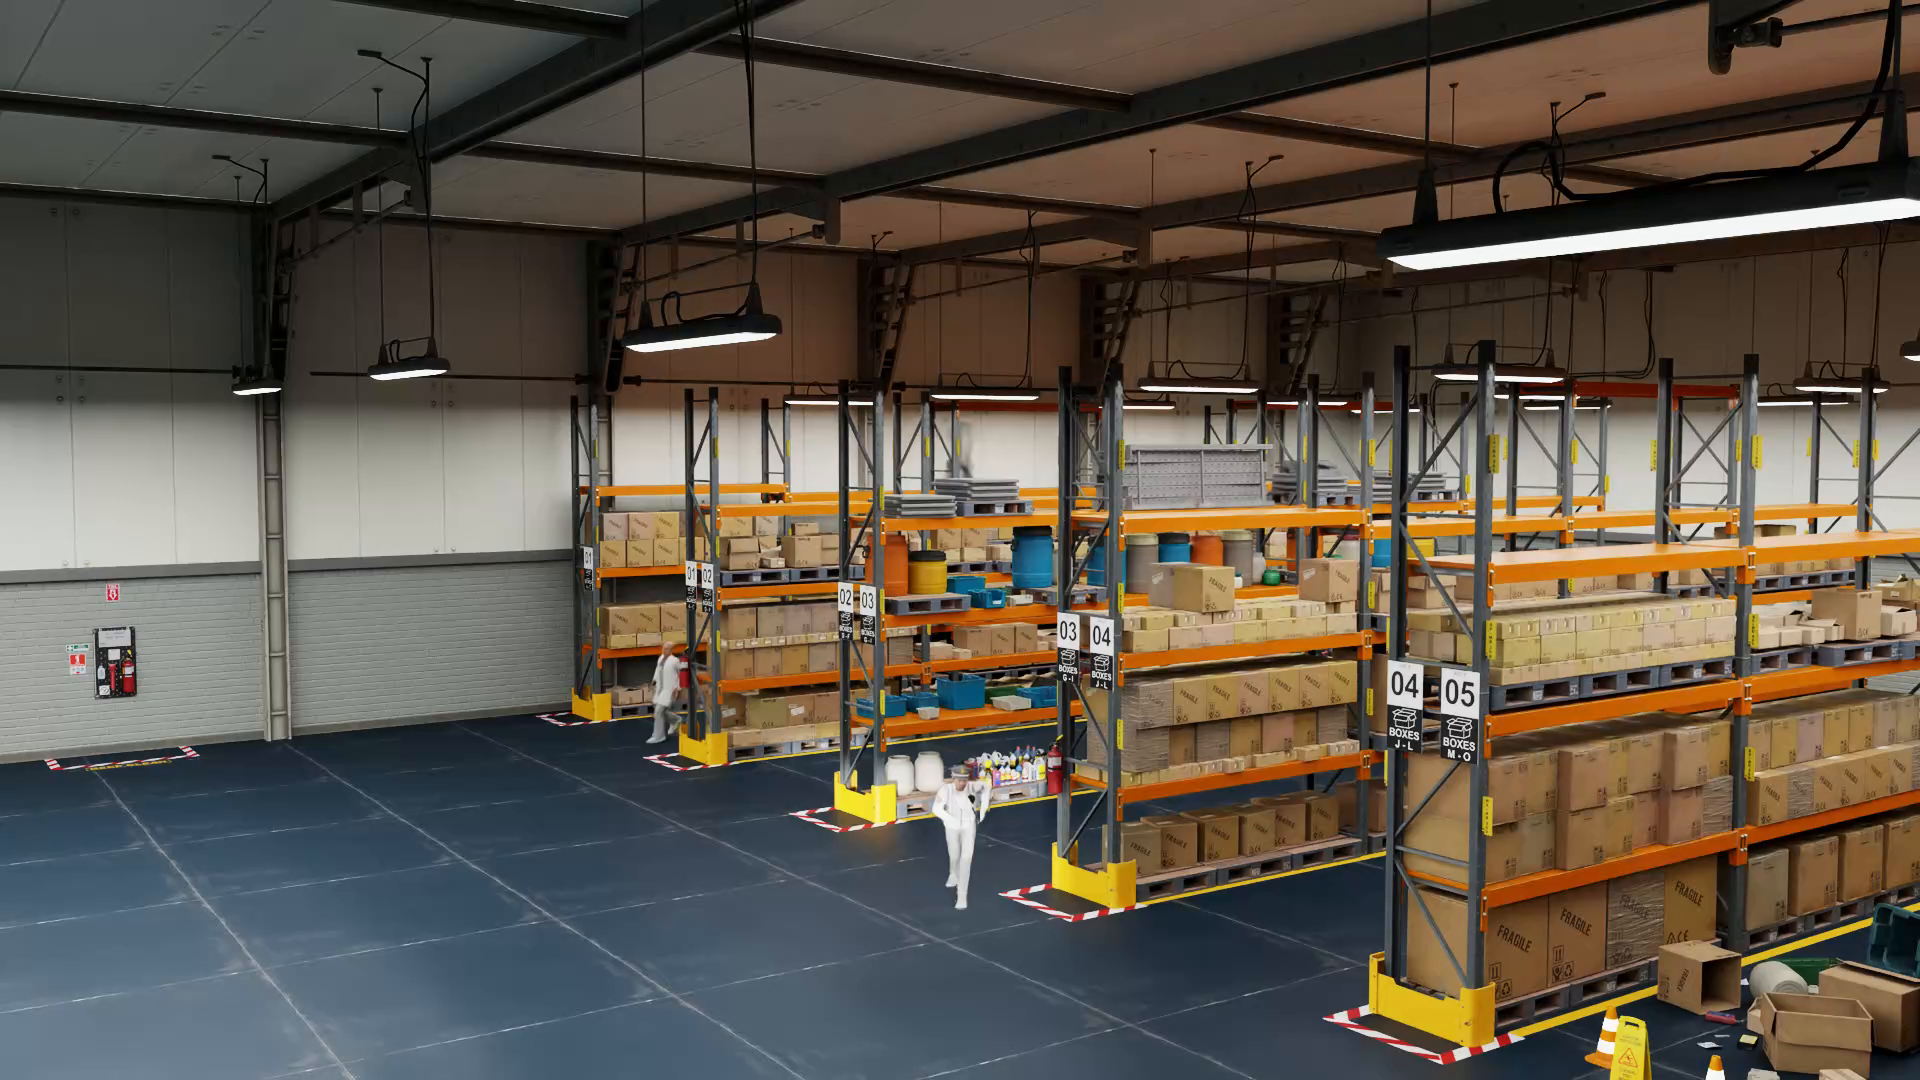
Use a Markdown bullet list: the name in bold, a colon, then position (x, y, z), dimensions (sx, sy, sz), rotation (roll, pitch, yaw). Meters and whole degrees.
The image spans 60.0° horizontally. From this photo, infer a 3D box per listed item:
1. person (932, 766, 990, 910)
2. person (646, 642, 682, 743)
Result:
- **person**: position (0.005, 3.276, 18.689), dimensions (0.656, 1.623, 0.957), rotation (0, 3, -5)
- **person**: position (-4.931, 2.601, 28.479), dimensions (0.768, 1.752, 0.799), rotation (3, 4, 39)
